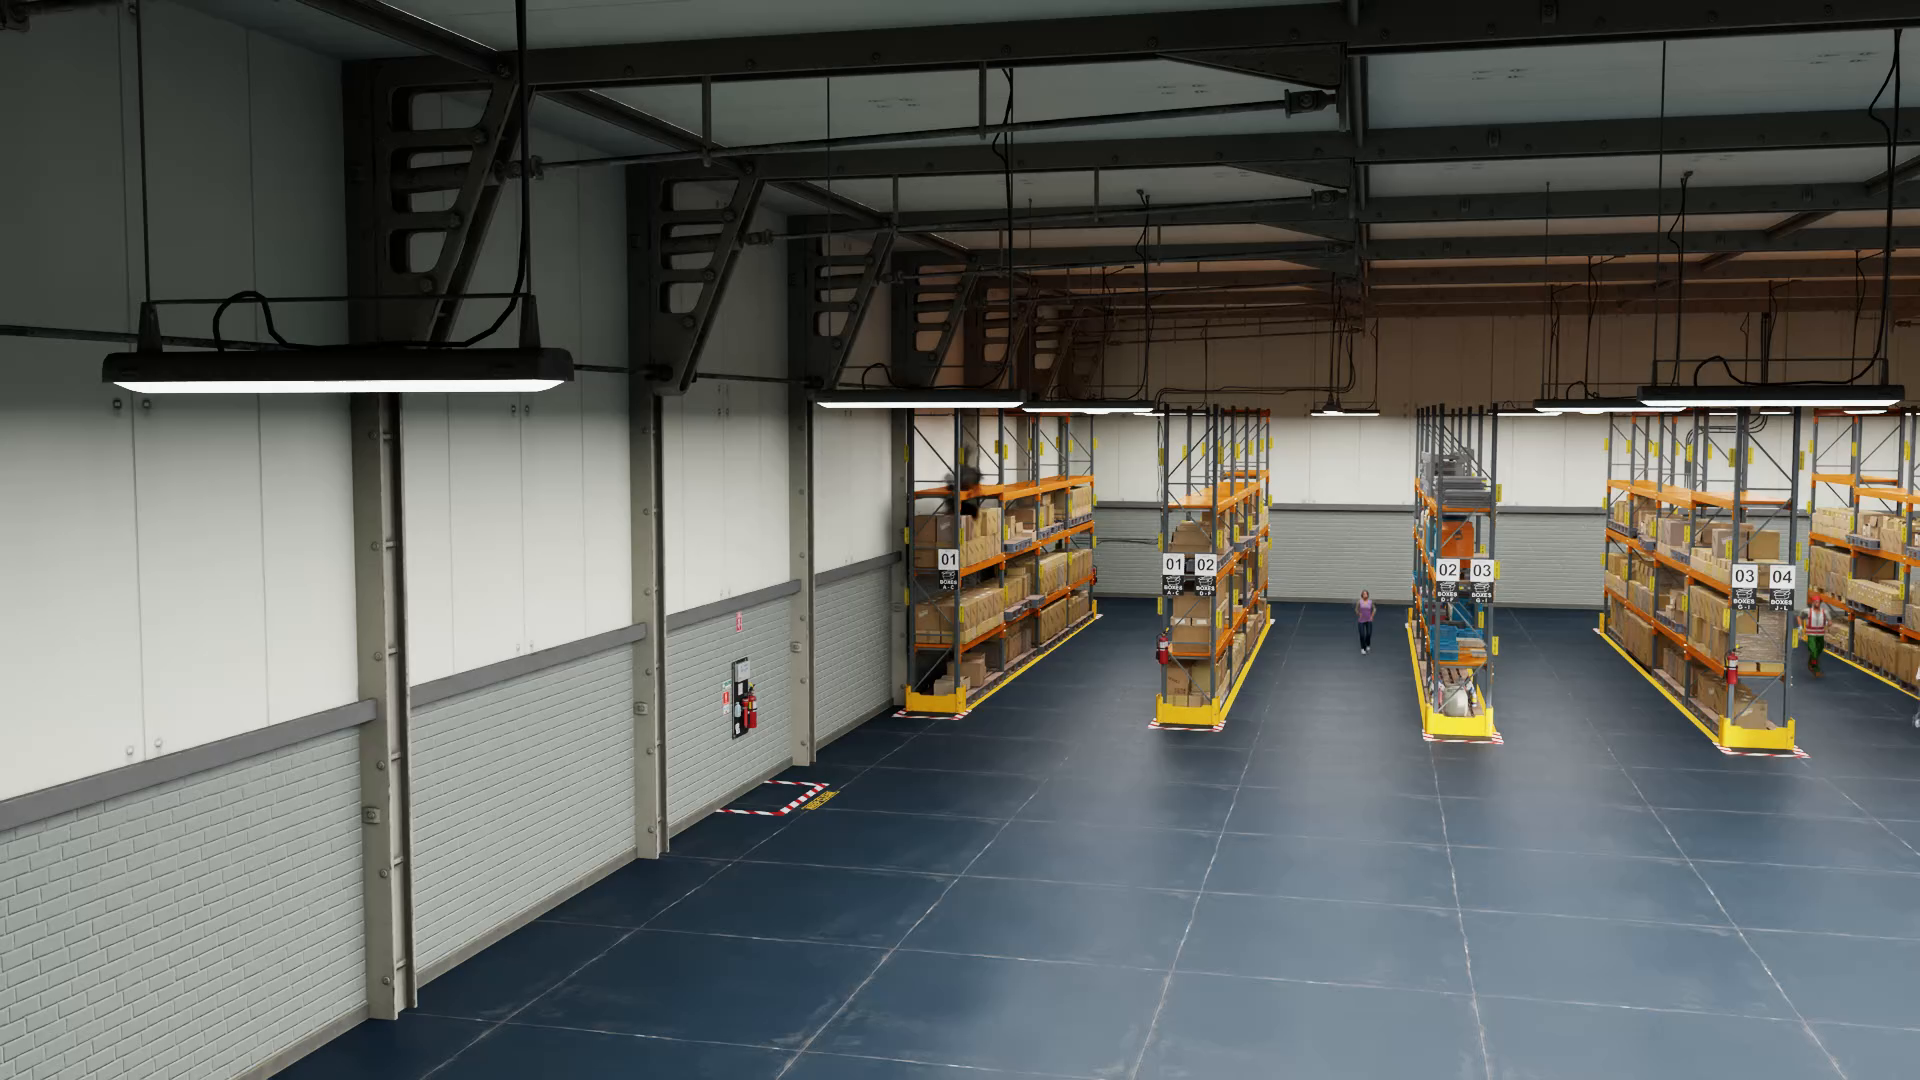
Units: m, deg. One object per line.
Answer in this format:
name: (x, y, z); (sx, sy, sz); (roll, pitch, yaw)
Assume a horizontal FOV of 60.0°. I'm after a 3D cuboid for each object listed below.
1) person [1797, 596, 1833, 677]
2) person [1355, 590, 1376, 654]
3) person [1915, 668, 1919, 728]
person: (18.977, 2.113, 36.907); (0.661, 1.768, 0.993); (1, 4, 8)
person: (9.836, 1.991, 40.347); (0.501, 1.563, 0.613); (1, 4, 11)
person: (17.529, 2.747, 30.002); (0.552, 1.575, 0.819); (1, 4, 9)
